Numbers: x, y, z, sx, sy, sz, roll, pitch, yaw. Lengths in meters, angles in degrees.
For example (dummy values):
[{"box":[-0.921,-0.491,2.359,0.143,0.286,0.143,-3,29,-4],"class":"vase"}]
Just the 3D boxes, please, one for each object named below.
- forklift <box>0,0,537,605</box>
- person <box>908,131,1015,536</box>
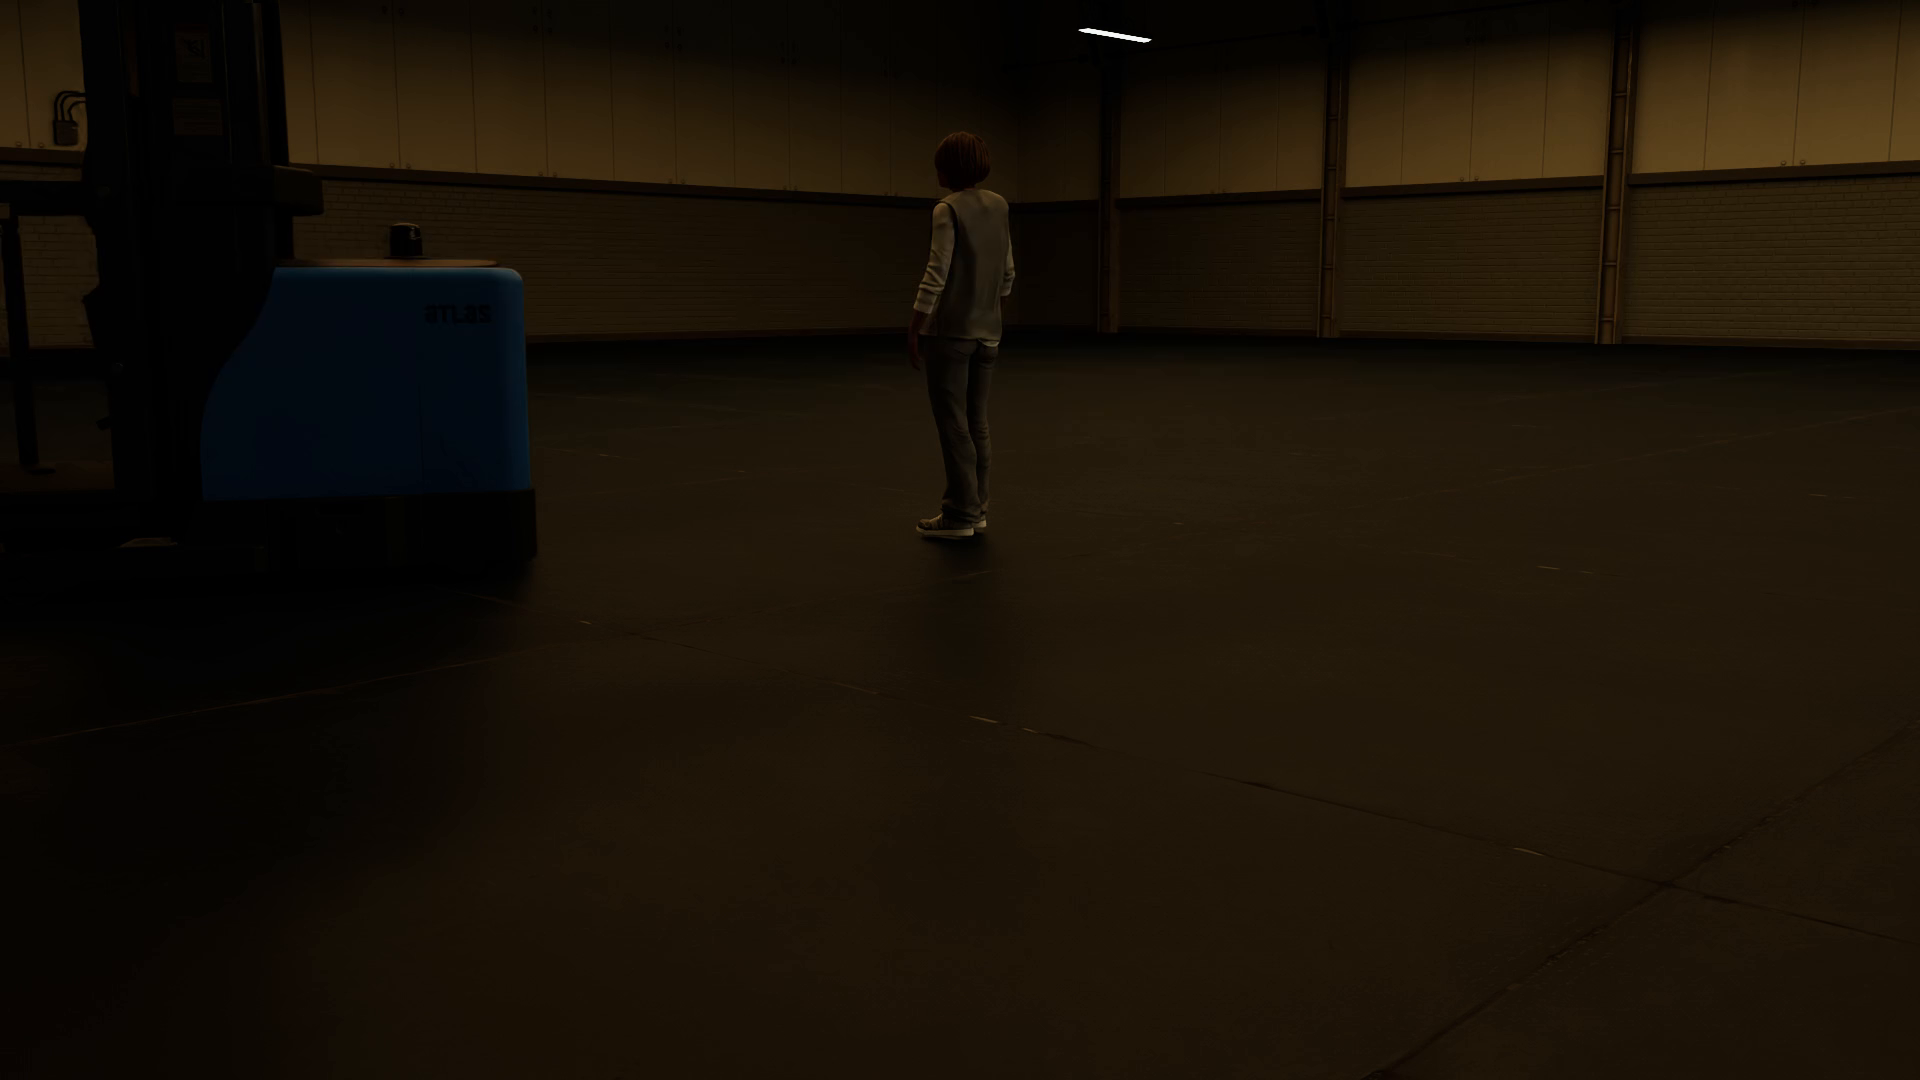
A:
[{"box":[-3.069,-1.320,5.640,3.031,2.935,1.130,-3,9,-17],"class":"forklift"},{"box":[-0.043,-0.806,6.658,0.474,1.598,0.519,8,12,43],"class":"person"}]
